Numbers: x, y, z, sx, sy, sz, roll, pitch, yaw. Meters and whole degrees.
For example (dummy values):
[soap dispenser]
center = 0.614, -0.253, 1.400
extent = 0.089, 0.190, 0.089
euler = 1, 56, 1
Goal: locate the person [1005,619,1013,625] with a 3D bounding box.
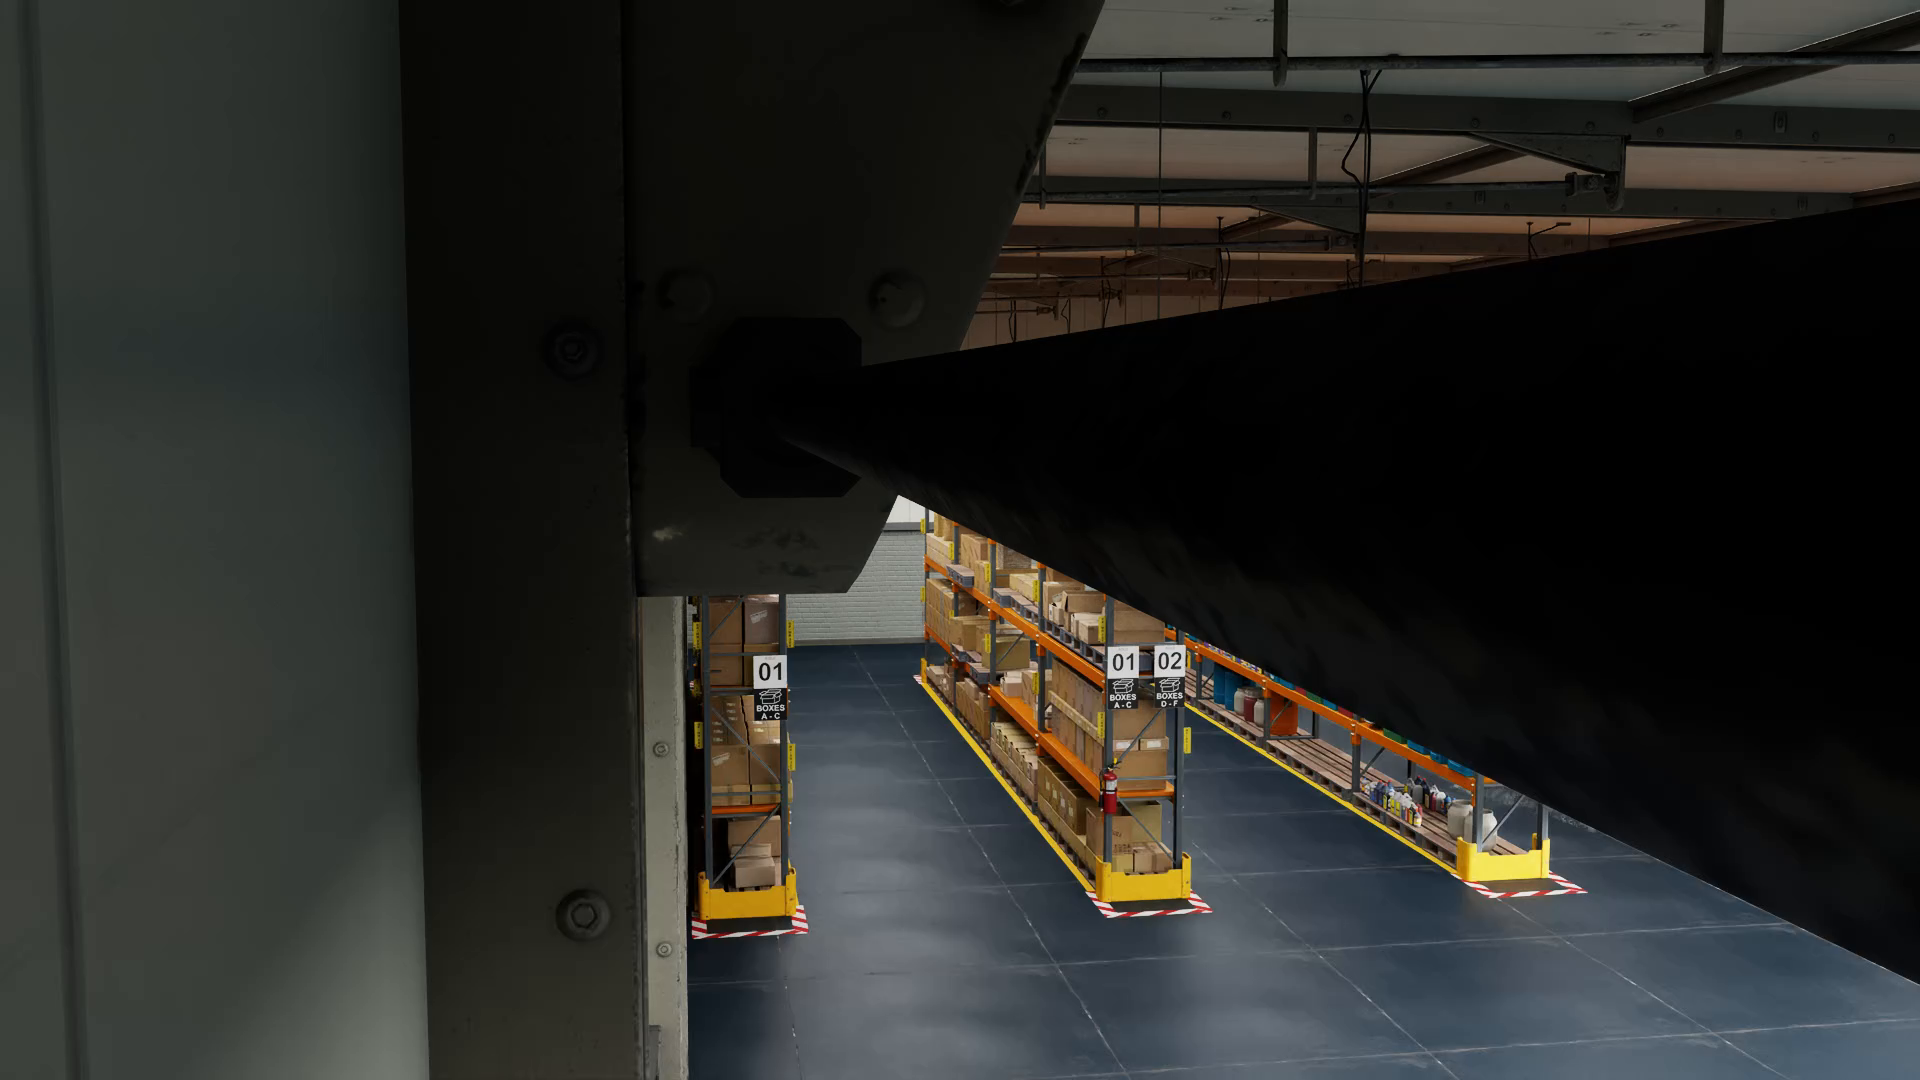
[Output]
[person]
center = 1.072, 1.933, 37.187
extent = 0.531, 1.710, 0.695
euler = 3, 6, 33
